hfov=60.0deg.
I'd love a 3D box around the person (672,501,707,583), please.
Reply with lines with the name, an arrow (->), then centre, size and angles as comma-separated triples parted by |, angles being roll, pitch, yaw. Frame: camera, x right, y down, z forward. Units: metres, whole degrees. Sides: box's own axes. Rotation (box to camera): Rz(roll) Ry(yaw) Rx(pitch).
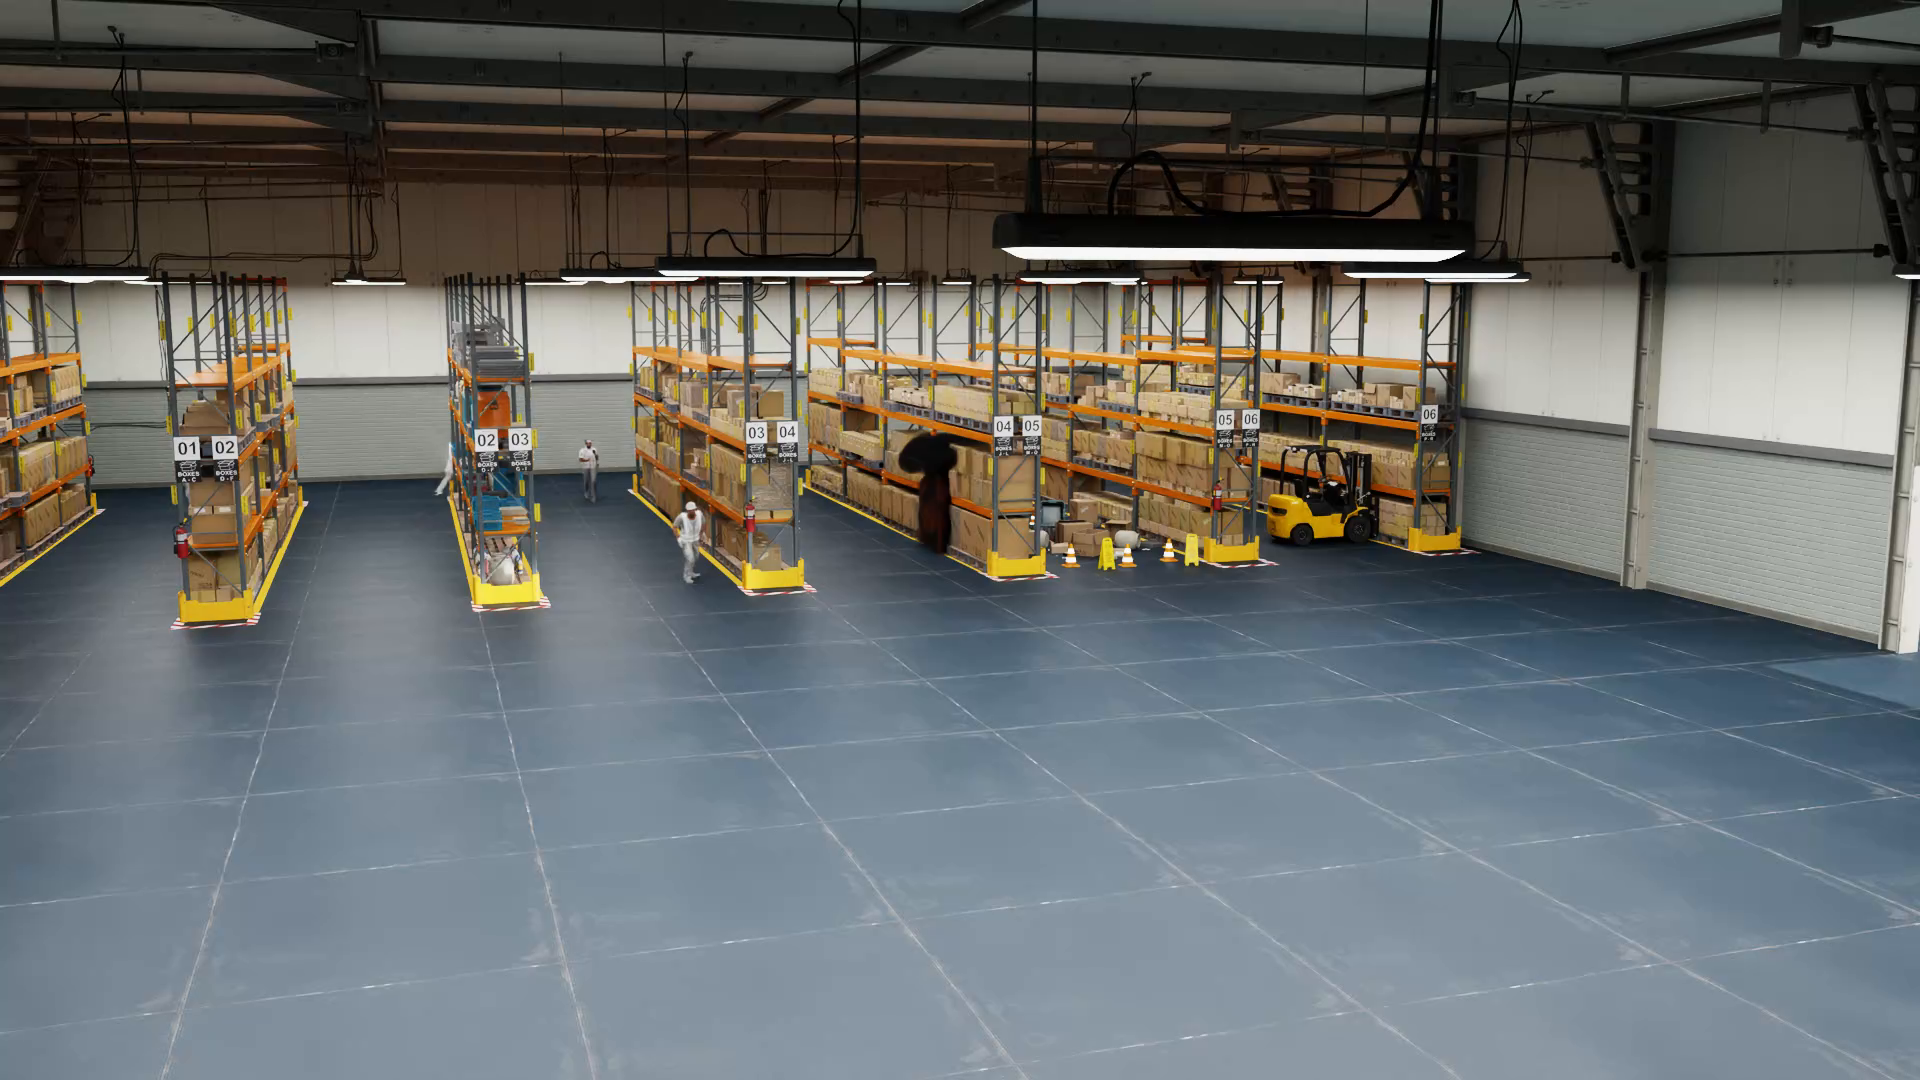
person -> -5.304, 0.016, 32.652 | 0.737, 1.642, 0.852 | -8, 12, -43

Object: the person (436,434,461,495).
person -> -14.224, -2.120, 46.407 | 0.762, 1.713, 0.843 | 1, 9, 7

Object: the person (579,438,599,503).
person -> -10.053, -1.915, 45.088 | 0.539, 1.737, 0.863 | -3, 9, -18

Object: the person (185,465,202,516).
person -> -19.324, -1.411, 41.912 | 0.682, 1.670, 0.766 | -5, 10, -28
